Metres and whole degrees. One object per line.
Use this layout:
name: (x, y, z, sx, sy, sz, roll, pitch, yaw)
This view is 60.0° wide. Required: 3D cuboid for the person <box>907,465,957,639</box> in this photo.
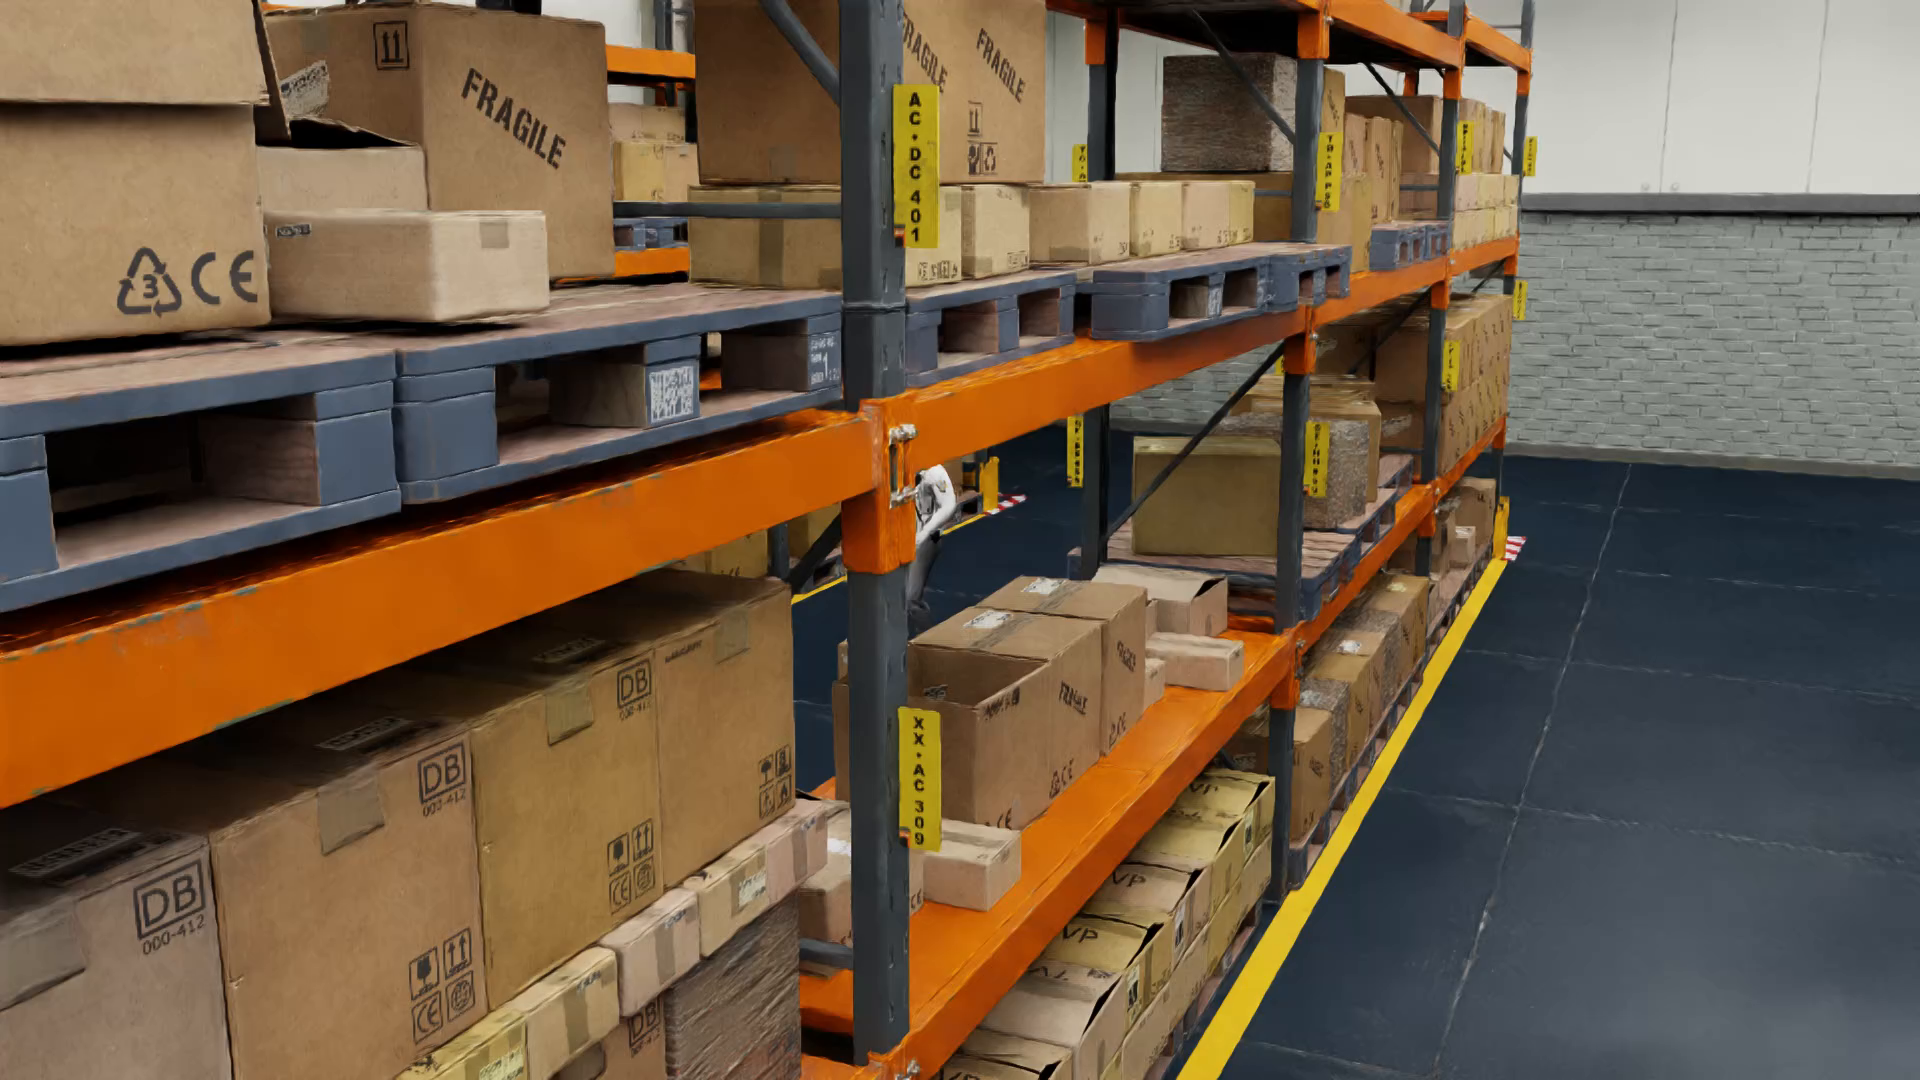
person: (-0.325, -0.002, 11.465, 0.675, 1.660, 0.467, 11, 17, 42)
